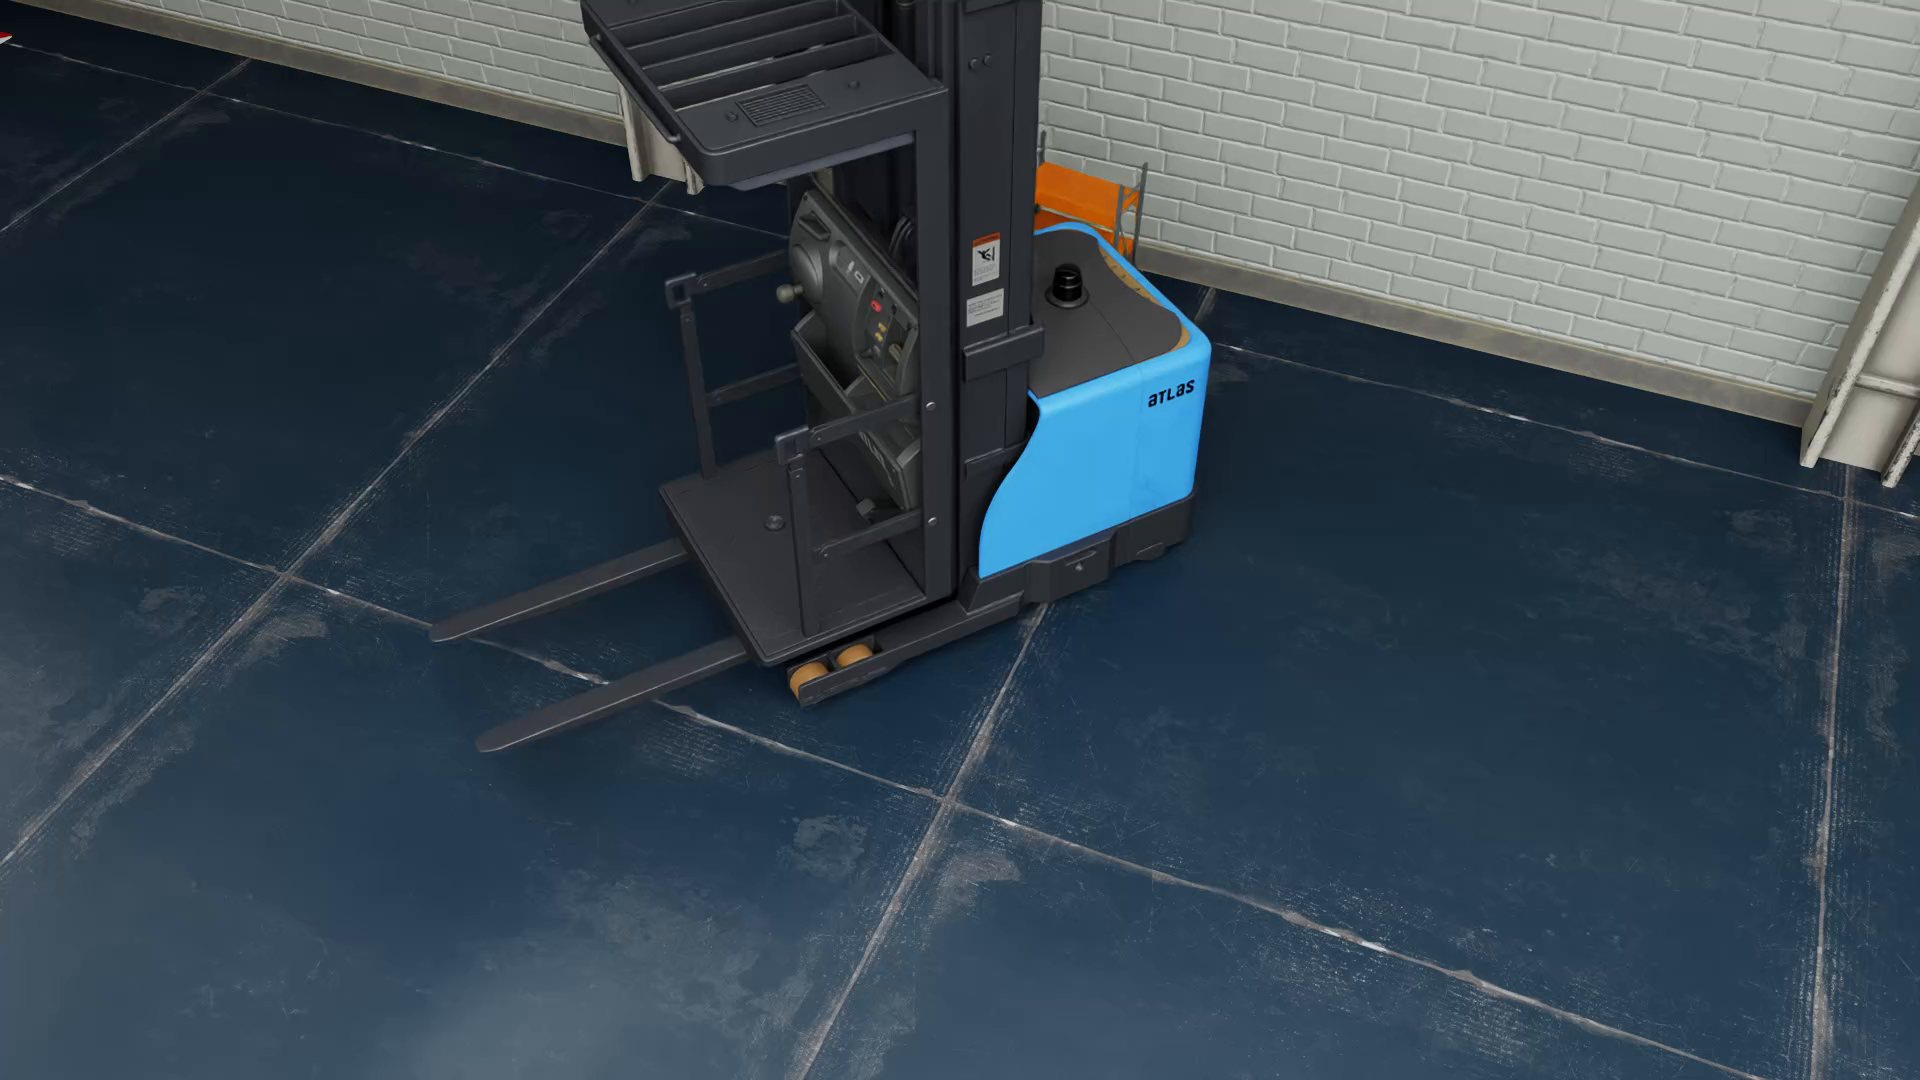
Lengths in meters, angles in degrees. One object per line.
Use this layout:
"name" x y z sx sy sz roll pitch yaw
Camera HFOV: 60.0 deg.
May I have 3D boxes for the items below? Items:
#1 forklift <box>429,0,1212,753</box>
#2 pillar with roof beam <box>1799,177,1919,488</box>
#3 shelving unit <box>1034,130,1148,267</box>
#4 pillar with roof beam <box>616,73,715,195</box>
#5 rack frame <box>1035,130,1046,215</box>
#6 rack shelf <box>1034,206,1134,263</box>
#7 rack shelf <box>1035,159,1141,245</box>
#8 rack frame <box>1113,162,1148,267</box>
"forklift" -0.563 -0.830 5.845 3.031 2.935 1.130 -21 49 -20
"pillar with roof beam" 2.334 -0.770 1.482 0.400 9.000 9.100 16 47 16
"shelving unit" 0.492 -1.159 7.392 0.503 1.200 0.258 23 45 21
"pillar with roof beam" -3.203 -2.399 3.120 0.400 9.000 9.100 16 47 16
"rack frame" 0.283 -1.248 7.481 0.015 1.200 0.240 23 45 21
"rack shelf" 0.498 -1.276 7.288 0.480 0.148 0.258 23 45 21
"rack shelf" 0.506 -1.453 7.131 0.480 0.148 0.258 23 45 21
"rack frame" 0.701 -1.071 7.303 0.015 1.200 0.240 23 45 21
